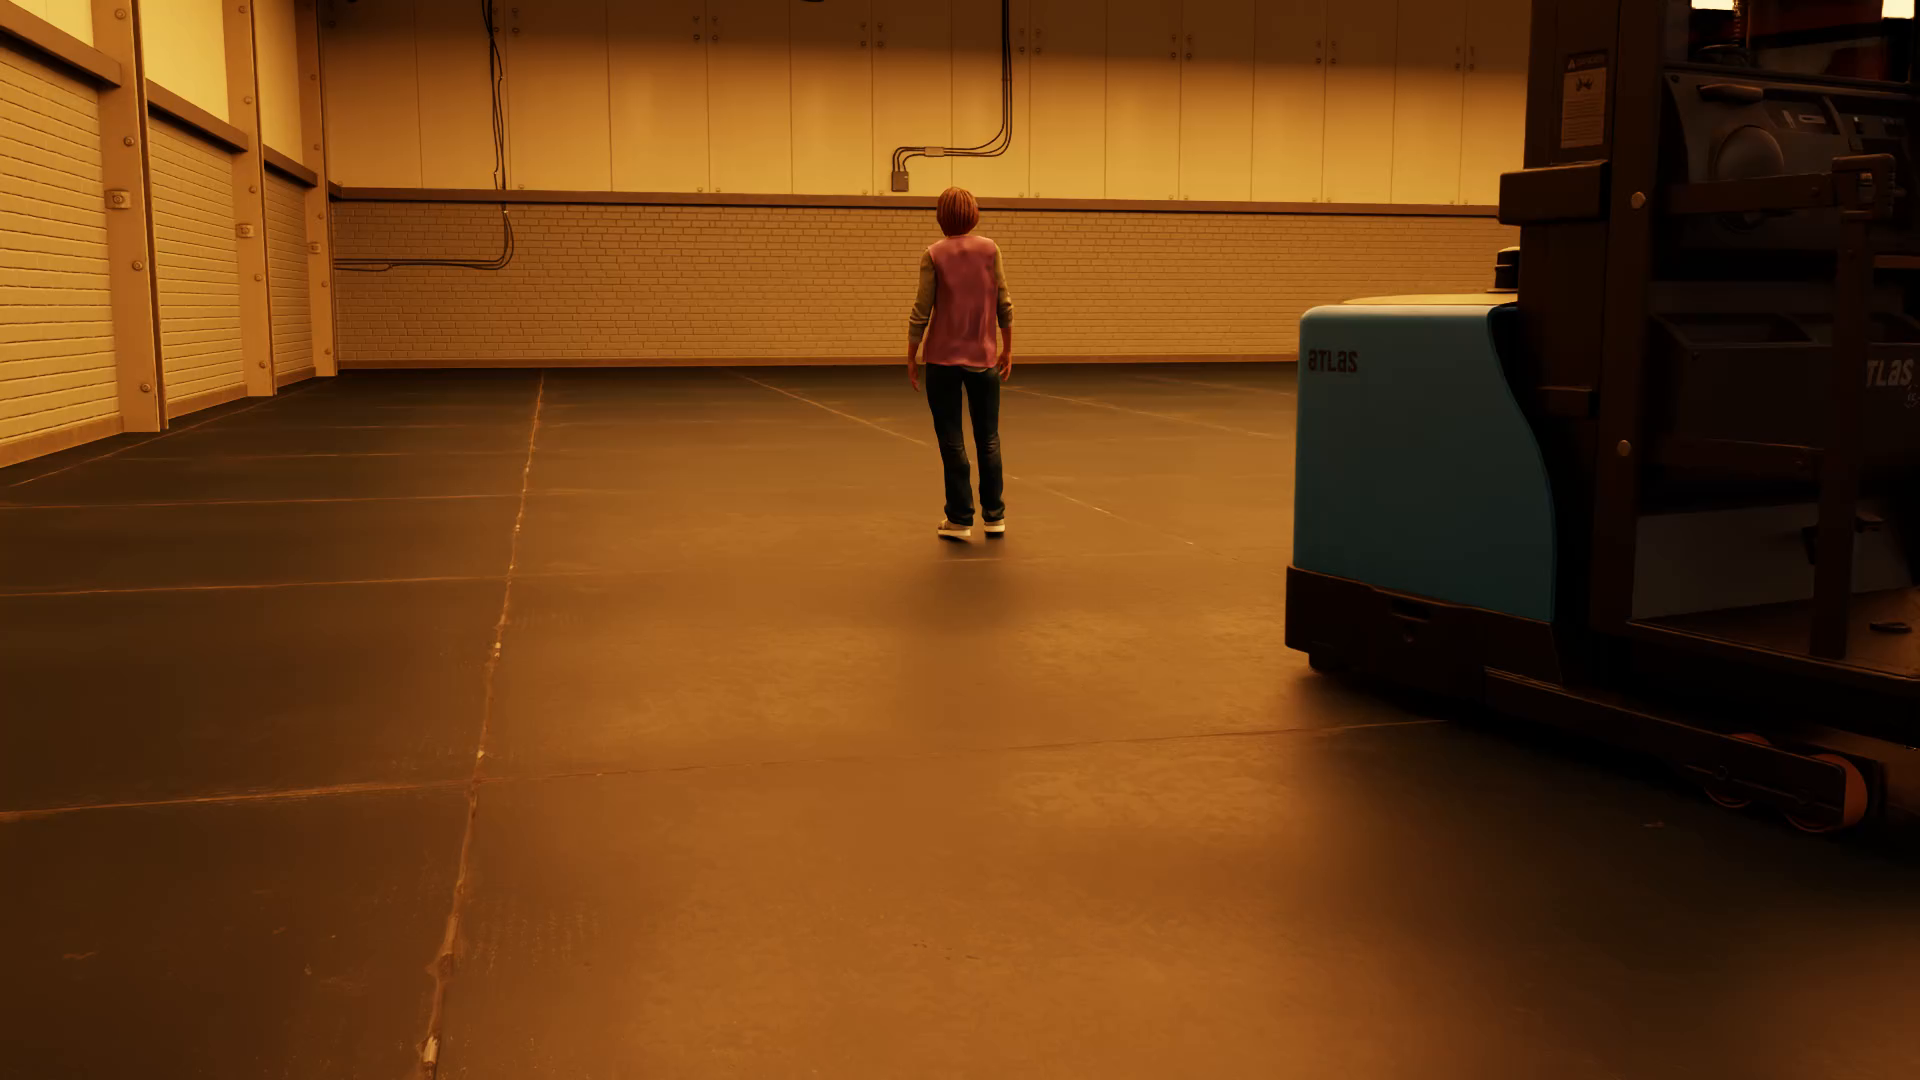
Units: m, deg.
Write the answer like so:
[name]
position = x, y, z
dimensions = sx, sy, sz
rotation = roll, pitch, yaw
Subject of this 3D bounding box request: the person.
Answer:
[person]
position = -0.003, -0.809, 7.669
dimensions = 0.520, 1.597, 0.476
rotation = -2, 8, -13

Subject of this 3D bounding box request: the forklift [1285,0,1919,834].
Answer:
[forklift]
position = 2.089, -0.919, 3.702
dimensions = 1.130, 2.935, 3.031
rotation = -4, 9, -27
